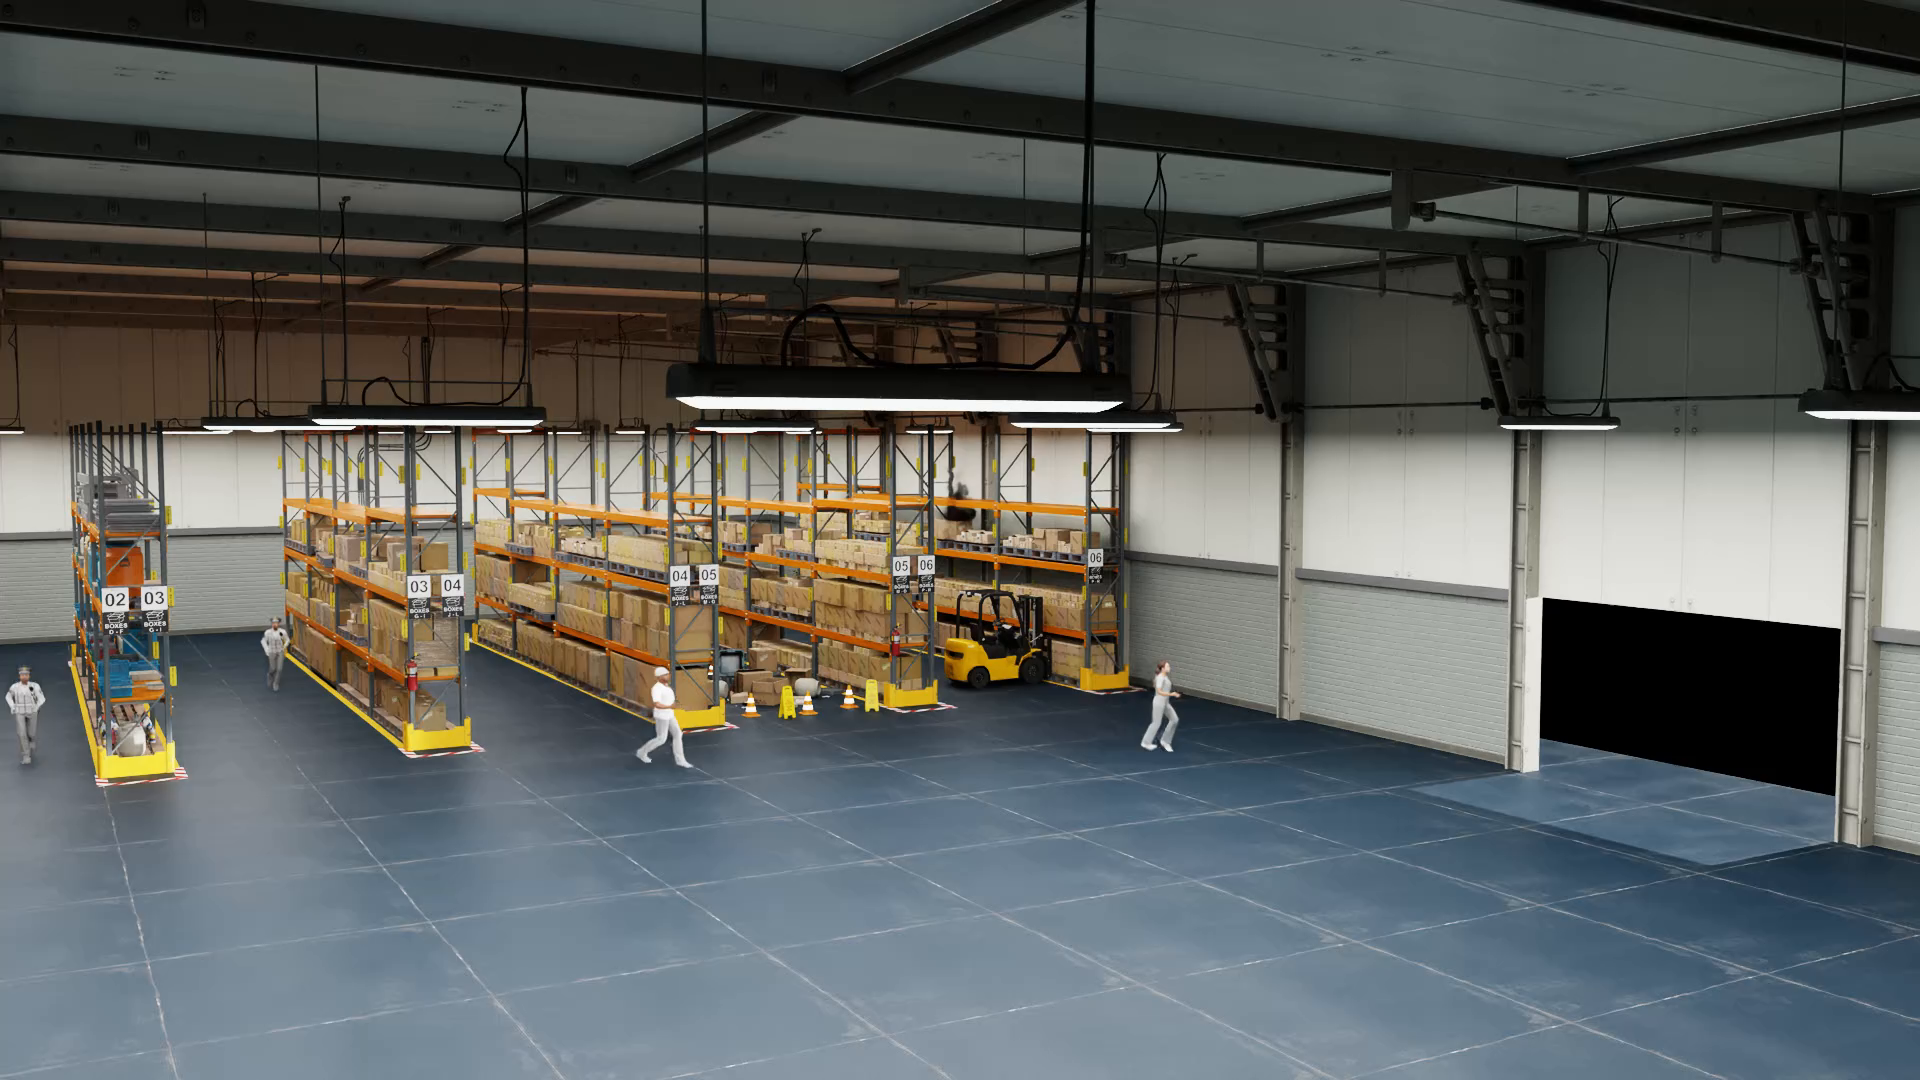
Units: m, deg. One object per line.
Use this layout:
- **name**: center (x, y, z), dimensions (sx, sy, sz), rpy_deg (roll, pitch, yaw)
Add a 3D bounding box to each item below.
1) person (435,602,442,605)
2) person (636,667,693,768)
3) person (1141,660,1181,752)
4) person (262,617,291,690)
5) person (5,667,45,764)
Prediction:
- **person**: center (-14.760, 2.049, 46.125), dimensions (0.710, 1.656, 0.520), rpy_deg (1, 4, 12)
- **person**: center (-5.111, 3.066, 28.759), dimensions (0.979, 1.765, 0.711), rpy_deg (0, 4, 8)
- **person**: center (3.667, 3.029, 30.273), dimensions (0.746, 1.700, 0.517), rpy_deg (2, 4, 27)
- **person**: center (-15.499, 2.568, 37.725), dimensions (0.605, 1.669, 0.569), rpy_deg (-2, 4, -26)
- **person**: center (-16.565, 3.079, 29.472), dimensions (0.611, 1.687, 0.780), rpy_deg (-2, 4, -26)
